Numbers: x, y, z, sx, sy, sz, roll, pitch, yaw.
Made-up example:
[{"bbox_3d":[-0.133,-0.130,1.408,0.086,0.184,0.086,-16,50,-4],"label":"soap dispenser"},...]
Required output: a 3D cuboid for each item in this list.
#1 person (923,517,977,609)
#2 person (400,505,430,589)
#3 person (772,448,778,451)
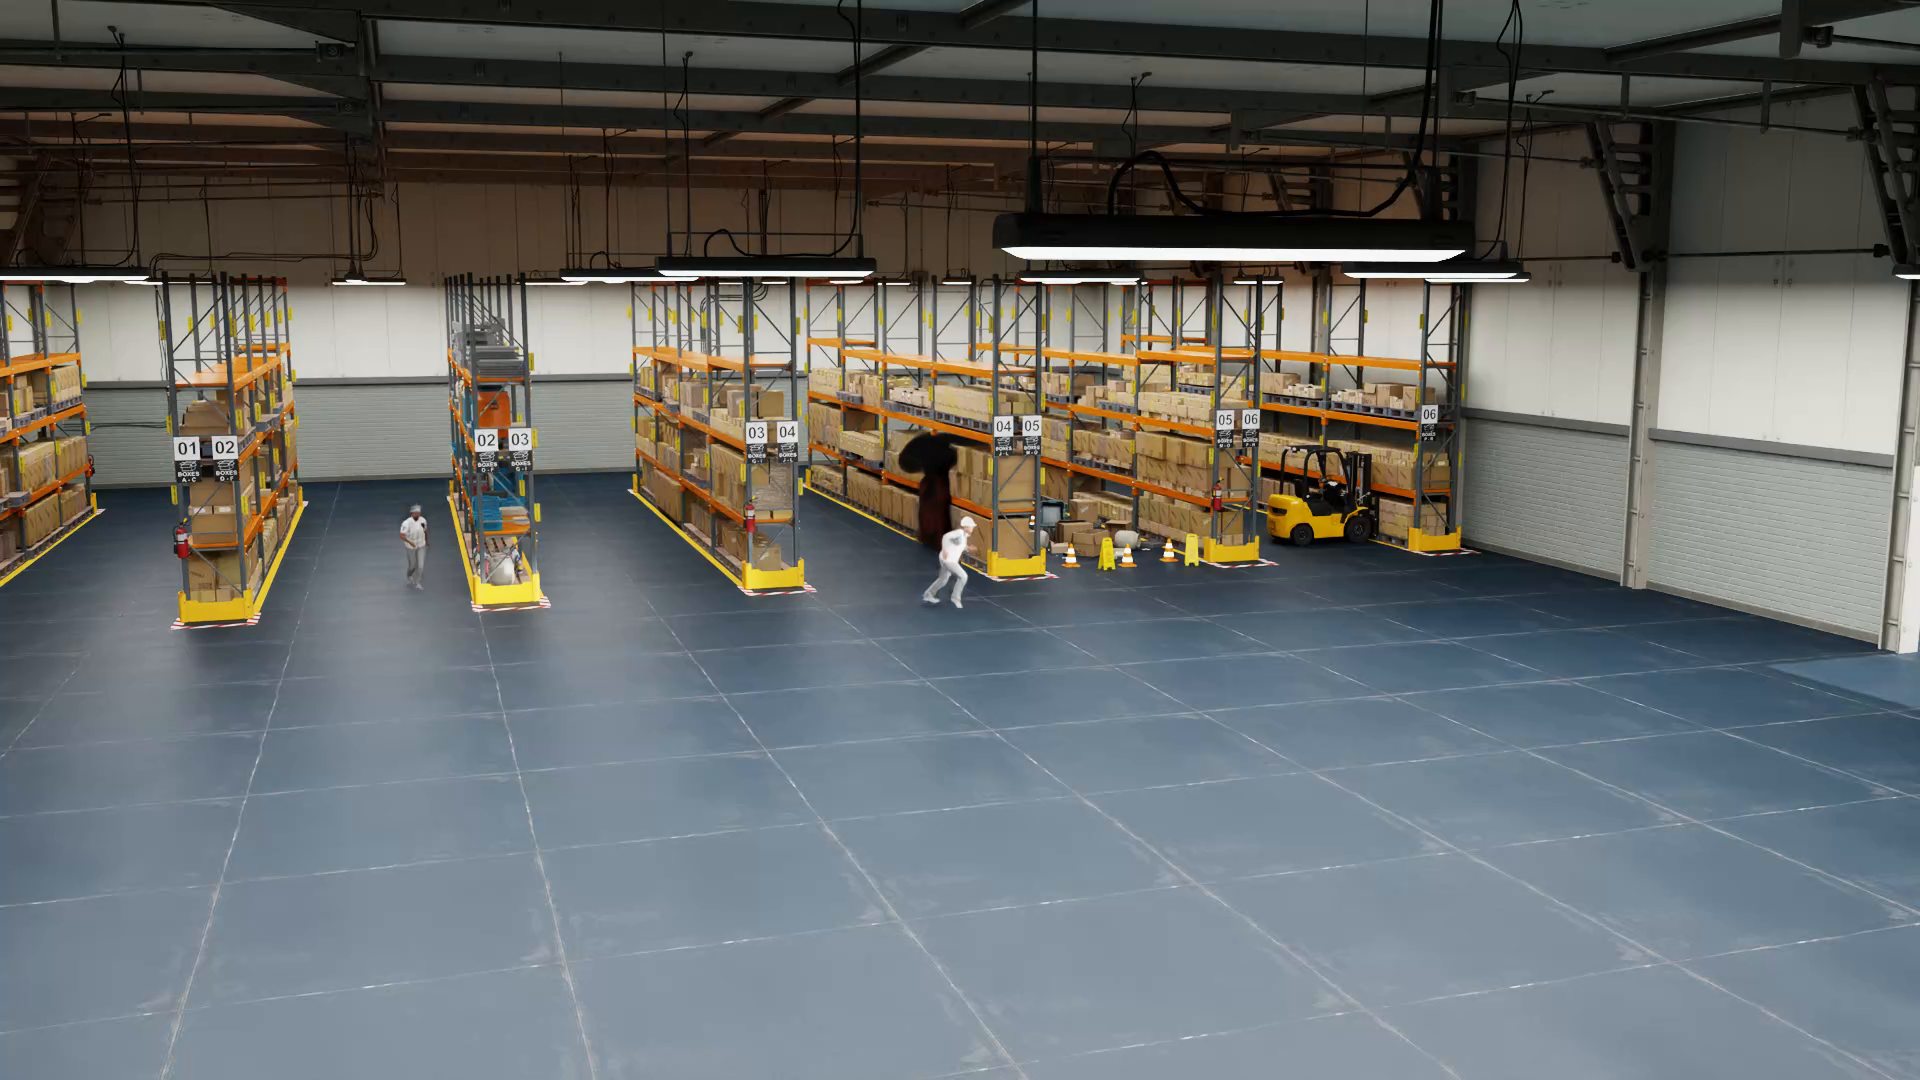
[{"bbox_3d":[-0.191,0.423,29.958,0.995,1.708,0.696,2,9,12],"label":"person"},{"bbox_3d":[-10.484,0.120,31.967,0.570,1.638,0.722,-5,10,-31],"label":"person"},{"bbox_3d":[-5.199,-2.035,46.007,0.687,1.678,0.714,-6,10,-35],"label":"person"}]
